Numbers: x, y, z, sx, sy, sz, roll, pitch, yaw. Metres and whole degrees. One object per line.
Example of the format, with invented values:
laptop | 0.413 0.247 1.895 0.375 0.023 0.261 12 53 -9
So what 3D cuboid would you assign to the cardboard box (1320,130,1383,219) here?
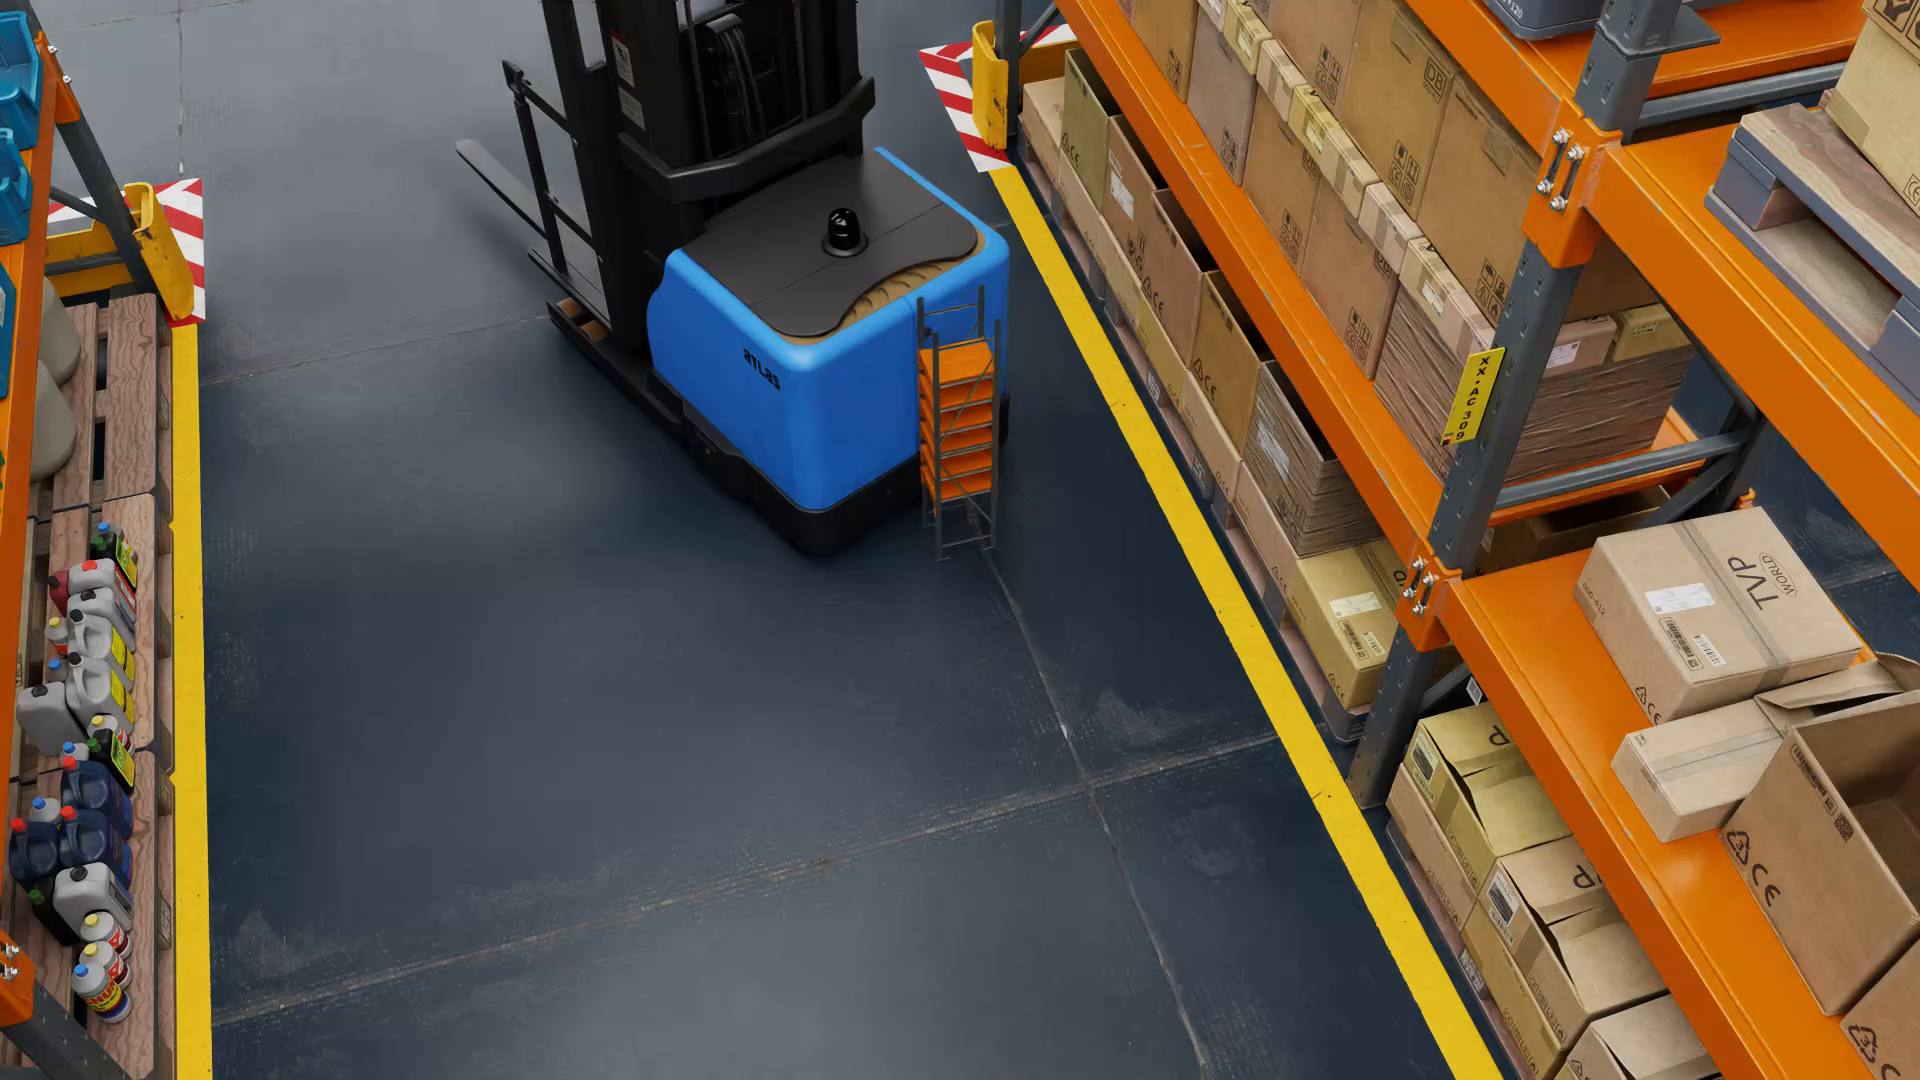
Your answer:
cardboard box | 1.329 -1.141 5.050 0.380 0.149 0.250 -13 51 -11

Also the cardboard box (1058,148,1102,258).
cardboard box | 0.758 -1.551 7.409 0.500 0.250 0.500 -13 51 -11

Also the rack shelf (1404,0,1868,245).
rack shelf | 1.252 -2.382 5.095 1.077 0.370 4.000 -13 51 -11

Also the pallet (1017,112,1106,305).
pallet | 0.927 -1.660 7.801 1.003 0.211 1.213 -13 51 -11

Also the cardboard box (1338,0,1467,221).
cardboard box | 1.556 -1.328 4.784 0.700 0.500 0.500 -13 51 -11

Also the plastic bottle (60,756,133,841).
plastic bottle | -2.787 0.821 5.330 0.144 0.351 0.185 -15 52 -13

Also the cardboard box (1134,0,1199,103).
cardboard box | 1.088 -2.050 6.241 0.700 0.500 0.500 -13 51 -11

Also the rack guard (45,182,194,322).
rack guard | -4.005 -1.140 7.174 1.175 0.500 0.348 -13 51 -11

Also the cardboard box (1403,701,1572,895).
cardboard box | 1.728 0.742 5.109 0.500 0.311 0.500 -13 51 -11

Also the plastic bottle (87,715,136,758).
plastic bottle | -2.849 0.658 5.566 0.097 0.201 0.097 0 50 0

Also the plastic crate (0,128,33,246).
plastic crate | -3.452 -1.169 5.661 0.499 0.251 0.408 -13 51 -11

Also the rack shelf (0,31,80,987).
rack shelf | -3.481 -0.298 5.300 1.077 0.370 4.000 -13 51 -11

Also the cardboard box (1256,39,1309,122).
cardboard box | 1.185 -1.506 5.358 0.380 0.149 0.250 -12 51 -10

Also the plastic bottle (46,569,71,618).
plastic bottle | -3.163 0.200 5.898 0.061 0.283 0.133 -13 51 -11

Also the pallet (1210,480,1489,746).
pallet | 1.649 0.122 6.299 1.003 0.211 1.213 -13 51 -11

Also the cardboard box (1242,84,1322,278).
cardboard box | 1.400 -1.293 5.602 0.700 0.500 0.500 -13 51 -10

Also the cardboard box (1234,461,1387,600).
cardboard box | 1.359 -0.092 6.179 0.500 0.250 0.500 -13 51 -11

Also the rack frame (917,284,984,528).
rack frame | -0.031 -0.464 6.146 0.240 1.200 0.006 -13 51 -11

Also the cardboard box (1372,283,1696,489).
cardboard box | 1.707 -0.541 4.969 0.700 0.500 0.500 -15 51 -12

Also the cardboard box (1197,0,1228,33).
cardboard box | 1.025 -1.891 5.682 0.380 0.149 0.250 -13 51 -11

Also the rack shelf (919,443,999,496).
rack shelf | -0.004 -0.291 6.216 0.258 0.103 0.180 -13 51 -11

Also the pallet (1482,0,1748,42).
pallet | 1.567 -1.742 4.142 1.003 0.211 1.213 -13 51 -11

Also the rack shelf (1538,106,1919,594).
rack shelf | 2.435 0.539 2.632 1.077 0.370 4.000 -13 51 -11

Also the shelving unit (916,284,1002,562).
shelving unit | -0.004 -0.397 6.090 0.258 1.200 0.189 -13 51 -11

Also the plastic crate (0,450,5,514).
plastic crate | -3.021 -0.056 4.764 0.450 0.188 0.662 -13 51 -11

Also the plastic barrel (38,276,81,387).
plastic barrel | -3.804 -0.861 6.656 0.421 0.512 0.421 0 50 0

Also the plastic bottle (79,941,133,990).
plastic bottle | -2.595 1.285 5.037 0.097 0.201 0.097 0 50 0

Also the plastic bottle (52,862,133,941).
plastic bottle | -2.686 1.105 5.140 0.152 0.276 0.135 -12 51 -10

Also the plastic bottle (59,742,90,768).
plastic bottle | -2.866 0.748 5.444 0.097 0.271 0.097 0 50 0

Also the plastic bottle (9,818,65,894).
plastic bottle | -2.869 0.992 5.186 0.144 0.351 0.185 -13 51 -11

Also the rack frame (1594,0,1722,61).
rack frame | 1.844 -2.120 2.441 1.000 3.000 0.127 -13 51 -11

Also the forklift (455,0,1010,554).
forklift | -1.140 -1.952 6.268 1.130 2.935 3.031 -33 57 -25

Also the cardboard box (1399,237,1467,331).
cardboard box | 1.488 -0.759 4.728 0.380 0.149 0.250 -14 51 -12

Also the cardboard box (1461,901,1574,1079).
cardboard box | 1.876 1.289 5.015 0.500 0.250 0.500 -12 51 -10

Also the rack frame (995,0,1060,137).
rack frame | 0.661 -3.108 7.198 1.000 3.000 0.127 -13 51 -11

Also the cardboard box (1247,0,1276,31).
cardboard box | 1.261 -2.059 5.400 0.700 0.500 0.500 -13 51 -11

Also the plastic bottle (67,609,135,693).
plastic bottle | -2.968 0.375 5.706 0.144 0.351 0.185 -11 51 -9

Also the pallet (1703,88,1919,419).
pallet | 2.117 -0.450 3.121 0.805 0.209 1.217 -15 52 -12

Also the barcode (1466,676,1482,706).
barcode | 1.522 0.448 4.919 0.001 0.075 0.075 -13 51 -11

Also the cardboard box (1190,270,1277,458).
cardboard box | 1.210 -0.699 6.200 0.500 0.500 0.500 -13 51 -11

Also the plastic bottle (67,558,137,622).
plastic bottle | -3.062 0.178 5.922 0.152 0.276 0.135 -13 51 -11

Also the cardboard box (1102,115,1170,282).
cardboard box | 0.917 -1.430 6.816 0.500 0.500 0.500 -13 51 -11

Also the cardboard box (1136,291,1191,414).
cardboard box | 1.049 -0.819 6.792 0.500 0.250 0.500 -13 51 -11

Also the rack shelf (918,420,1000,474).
rack shelf | -0.004 -0.369 6.124 0.258 0.103 0.180 -13 51 -11

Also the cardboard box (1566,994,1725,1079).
cardboard box | 2.025 1.486 4.482 0.500 0.311 0.500 -15 51 -12

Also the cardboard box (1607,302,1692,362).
cardboard box | 1.949 -0.668 4.651 0.380 0.149 0.250 -13 51 -11

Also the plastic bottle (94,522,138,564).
plastic bottle | -3.110 0.012 6.111 0.097 0.201 0.097 0 50 0

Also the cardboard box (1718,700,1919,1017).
cardboard box | 2.211 0.731 3.896 0.500 0.500 0.500 -10 51 -8

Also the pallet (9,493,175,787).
pallet | -3.412 0.437 6.033 1.003 0.211 1.213 -13 51 -11

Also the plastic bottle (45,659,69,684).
plastic bottle | -3.070 0.483 5.714 0.097 0.201 0.097 0 50 0

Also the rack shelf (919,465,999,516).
rack shelf | -0.004 -0.214 6.307 0.258 0.103 0.180 -13 51 -11

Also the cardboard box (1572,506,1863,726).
cardboard box | 2.031 0.211 4.498 0.500 0.250 0.500 -10 51 -9

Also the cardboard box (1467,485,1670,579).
cardboard box | 2.006 -0.087 5.684 0.500 0.500 0.500 -13 51 -11

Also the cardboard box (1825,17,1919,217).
cardboard box | 2.017 -0.788 3.104 0.500 0.250 0.500 -9 50 -7
